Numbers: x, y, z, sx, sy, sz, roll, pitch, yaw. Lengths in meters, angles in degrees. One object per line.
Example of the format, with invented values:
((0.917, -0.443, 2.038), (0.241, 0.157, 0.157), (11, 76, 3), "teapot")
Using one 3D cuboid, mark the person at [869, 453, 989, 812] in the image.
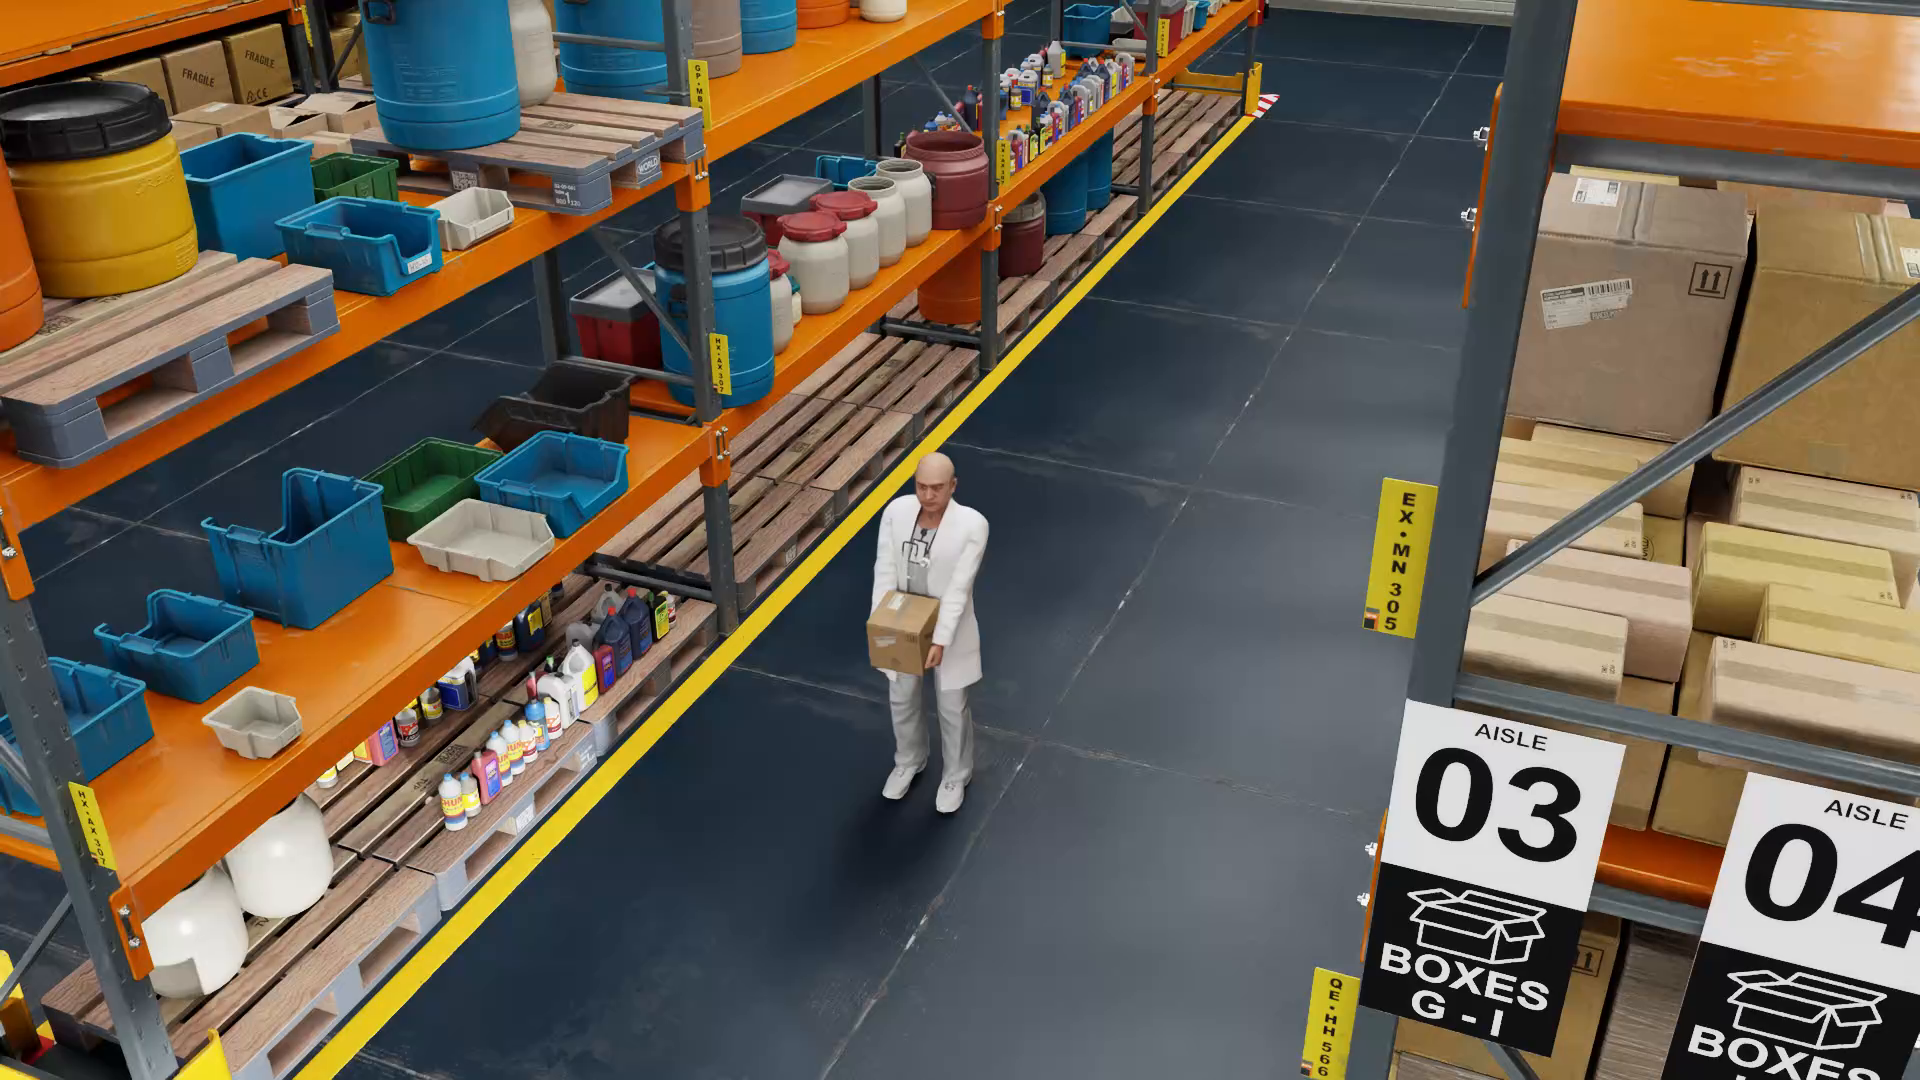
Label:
((-0.169, 0.459, 7.603), (0.526, 1.780, 0.551), (11, 31, 19), "person")
